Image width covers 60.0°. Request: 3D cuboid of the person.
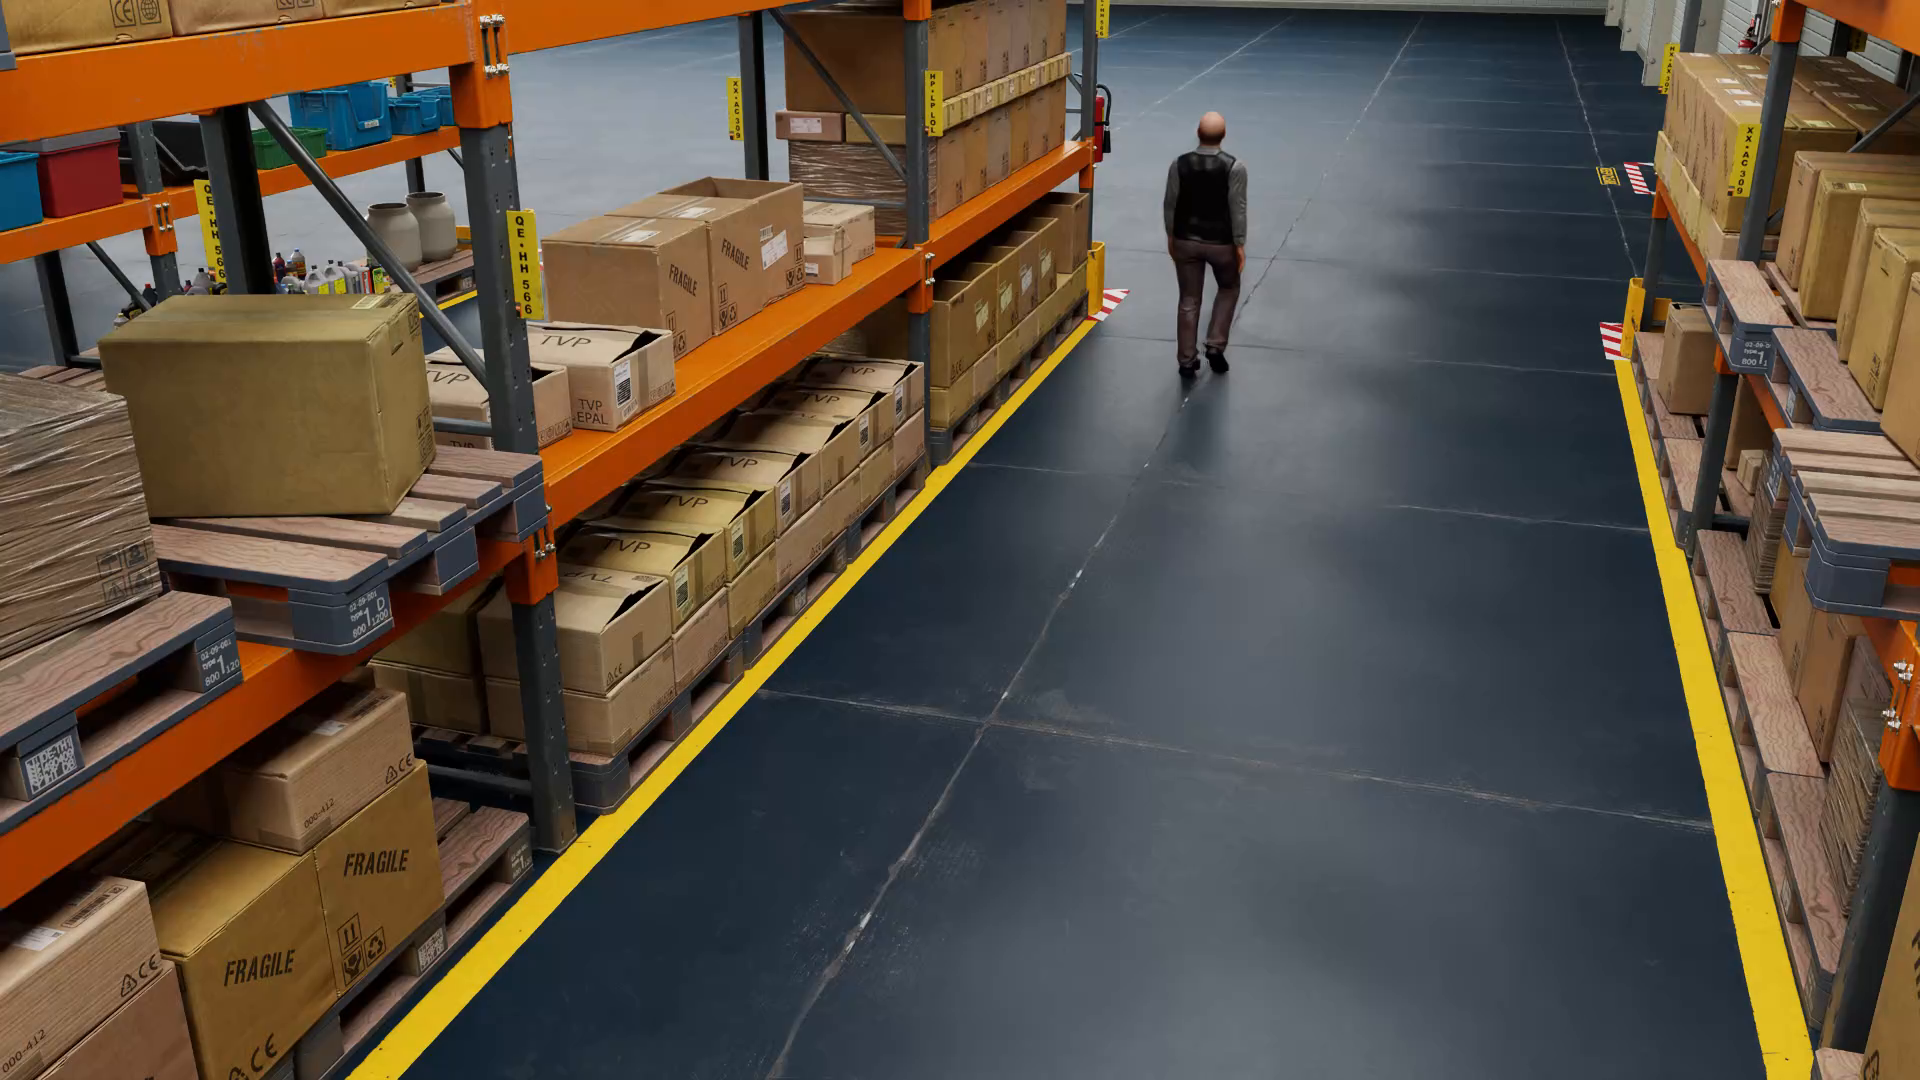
[{"bbox_3d":[1.623,-1.933,10.969,0.567,1.766,0.515,7,23,17],"label":"person"}]
